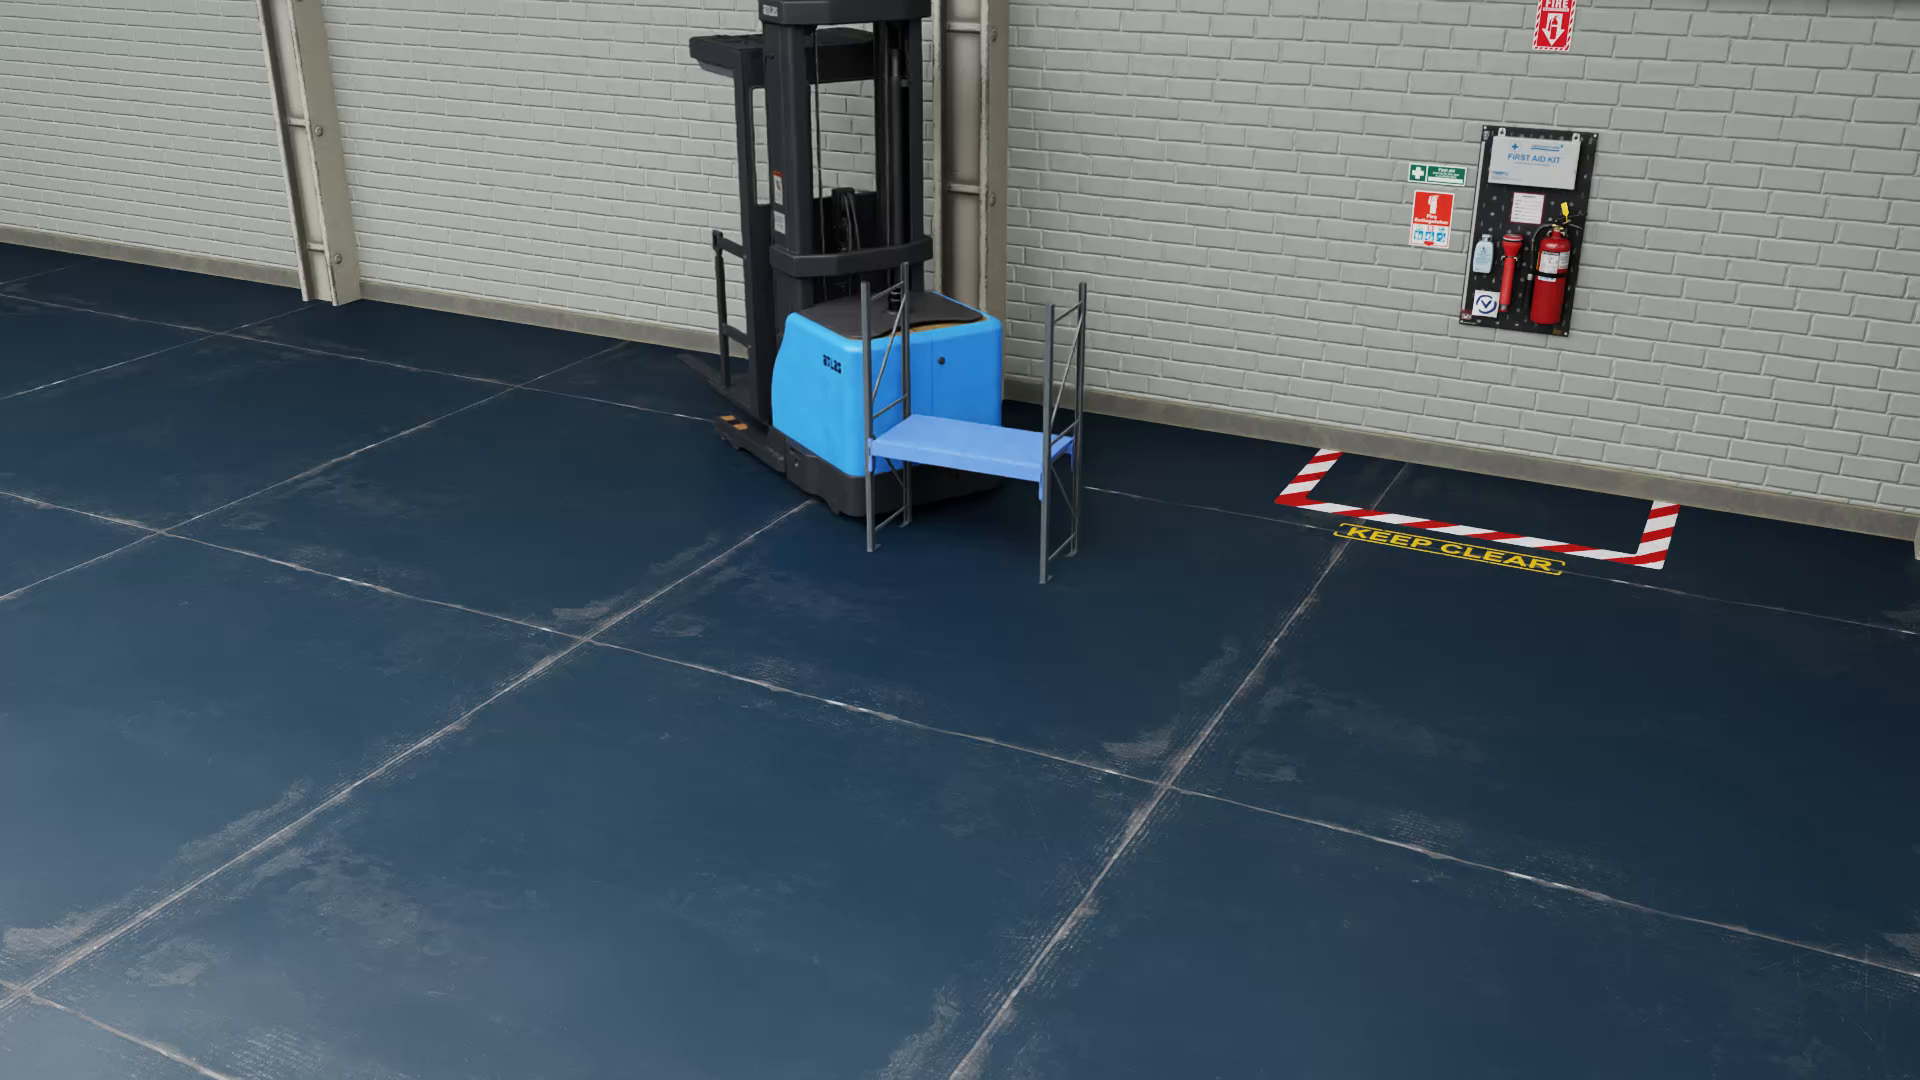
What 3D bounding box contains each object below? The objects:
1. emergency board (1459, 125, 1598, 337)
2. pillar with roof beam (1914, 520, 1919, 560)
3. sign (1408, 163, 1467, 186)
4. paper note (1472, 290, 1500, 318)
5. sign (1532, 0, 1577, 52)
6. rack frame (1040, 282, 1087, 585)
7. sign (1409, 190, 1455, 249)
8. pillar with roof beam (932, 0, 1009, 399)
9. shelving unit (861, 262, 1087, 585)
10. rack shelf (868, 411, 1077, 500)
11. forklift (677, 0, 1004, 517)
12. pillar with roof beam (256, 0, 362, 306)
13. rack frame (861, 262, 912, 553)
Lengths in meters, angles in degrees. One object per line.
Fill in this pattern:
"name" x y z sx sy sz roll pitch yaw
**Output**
"emergency board" 3.234 -1.746 9.522 0.643 1.169 0.194 11 25 25
"pillar with roof beam" 3.480 -2.553 3.755 0.400 9.000 9.100 11 25 25
"sign" 2.788 -2.136 9.716 0.331 0.109 0.001 11 25 25
"paper note" 3.108 -1.396 9.825 0.142 0.148 0.016 11 25 25
"sign" 3.272 -2.849 9.153 0.199 0.298 0.001 11 25 25
"rack frame" 0.535 -0.545 8.615 0.032 1.500 0.500 10 25 22
"sign" 2.787 -1.896 9.829 0.234 0.329 0.001 11 25 25
"pillar with roof beam" -1.874 -3.613 6.246 0.400 9.000 9.100 11 25 25
"shelving unit" 0.072 -0.628 8.809 1.048 1.500 0.538 10 25 22
"rack shelf" 0.072 -0.462 8.880 1.000 0.185 0.538 10 25 22
"forklift" -0.932 -2.009 10.229 1.130 2.935 3.031 -13 26 -28
"pillar with roof beam" -7.229 -4.672 8.738 0.400 9.000 9.100 11 25 25
"rack frame" -0.391 -0.710 9.003 0.032 1.500 0.500 10 25 22
